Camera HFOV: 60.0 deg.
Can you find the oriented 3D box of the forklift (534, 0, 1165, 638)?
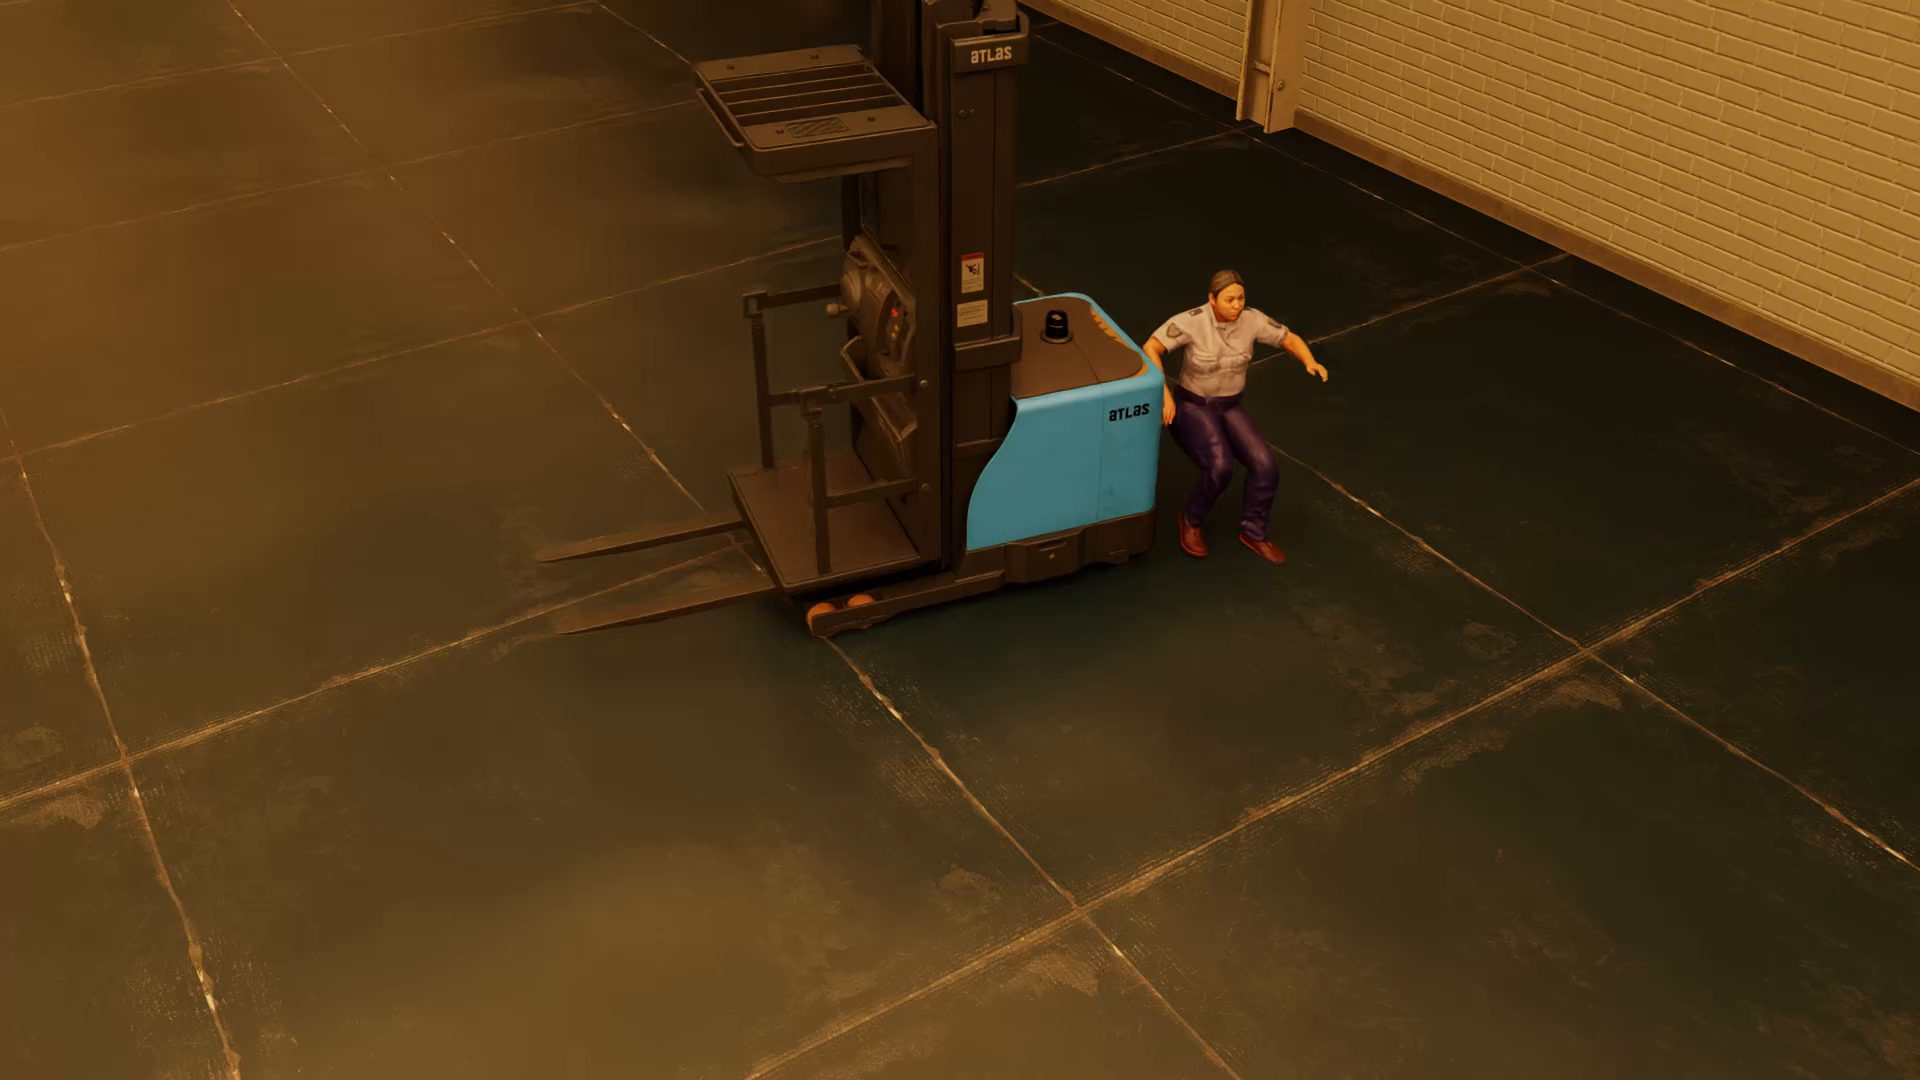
[{"bbox_3d":[-0.569,-1.073,7.674,3.031,2.935,1.130,-12,37,-17],"label":"forklift"}]

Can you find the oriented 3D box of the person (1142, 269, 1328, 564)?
[{"bbox_3d":[1.372,-0.600,8.360,0.885,1.428,0.775,-17,38,-22],"label":"person"}]
